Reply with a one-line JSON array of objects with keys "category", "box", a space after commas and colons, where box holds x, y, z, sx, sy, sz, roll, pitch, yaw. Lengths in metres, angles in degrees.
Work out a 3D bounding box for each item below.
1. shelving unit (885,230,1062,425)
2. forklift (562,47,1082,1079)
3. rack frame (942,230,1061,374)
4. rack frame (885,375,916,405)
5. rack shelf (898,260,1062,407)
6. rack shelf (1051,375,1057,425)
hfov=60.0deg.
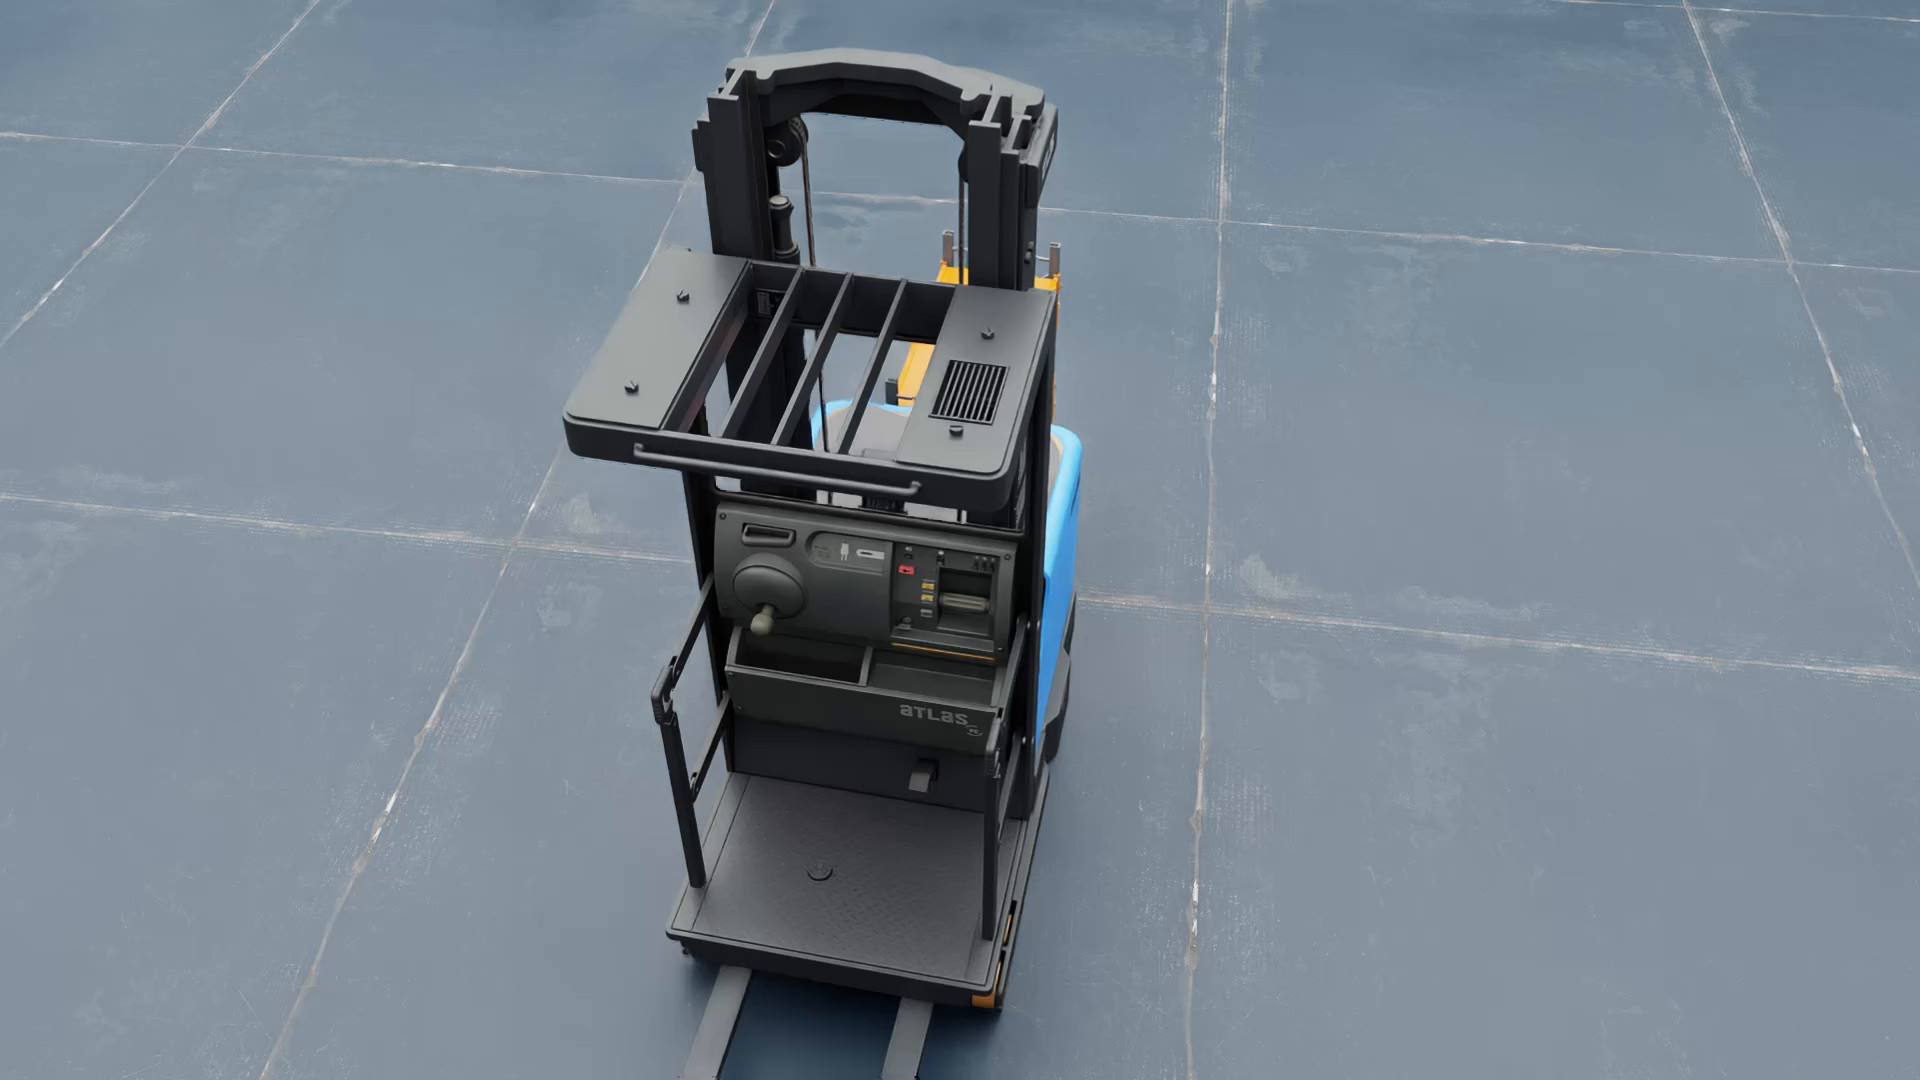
[{"category": "shelving unit", "box": [0.070, -0.512, 6.995, 0.538, 1.125, 1.048, 8, 44, 9]}, {"category": "forklift", "box": [-0.337, 0.225, 4.902, 1.130, 2.935, 3.031, 8, 44, 8]}, {"category": "rack frame", "box": [0.174, -0.854, 7.356, 0.500, 1.125, 0.032, 8, 44, 9]}, {"category": "rack frame", "box": [-0.034, -0.170, 6.633, 0.500, 1.125, 0.032, 8, 44, 9]}, {"category": "rack shelf", "box": [0.070, -0.724, 6.793, 0.538, 0.278, 1.000, 8, 44, 9]}, {"category": "rack shelf", "box": [0.070, -0.334, 7.163, 0.538, 0.278, 1.000, 8, 44, 9]}]
